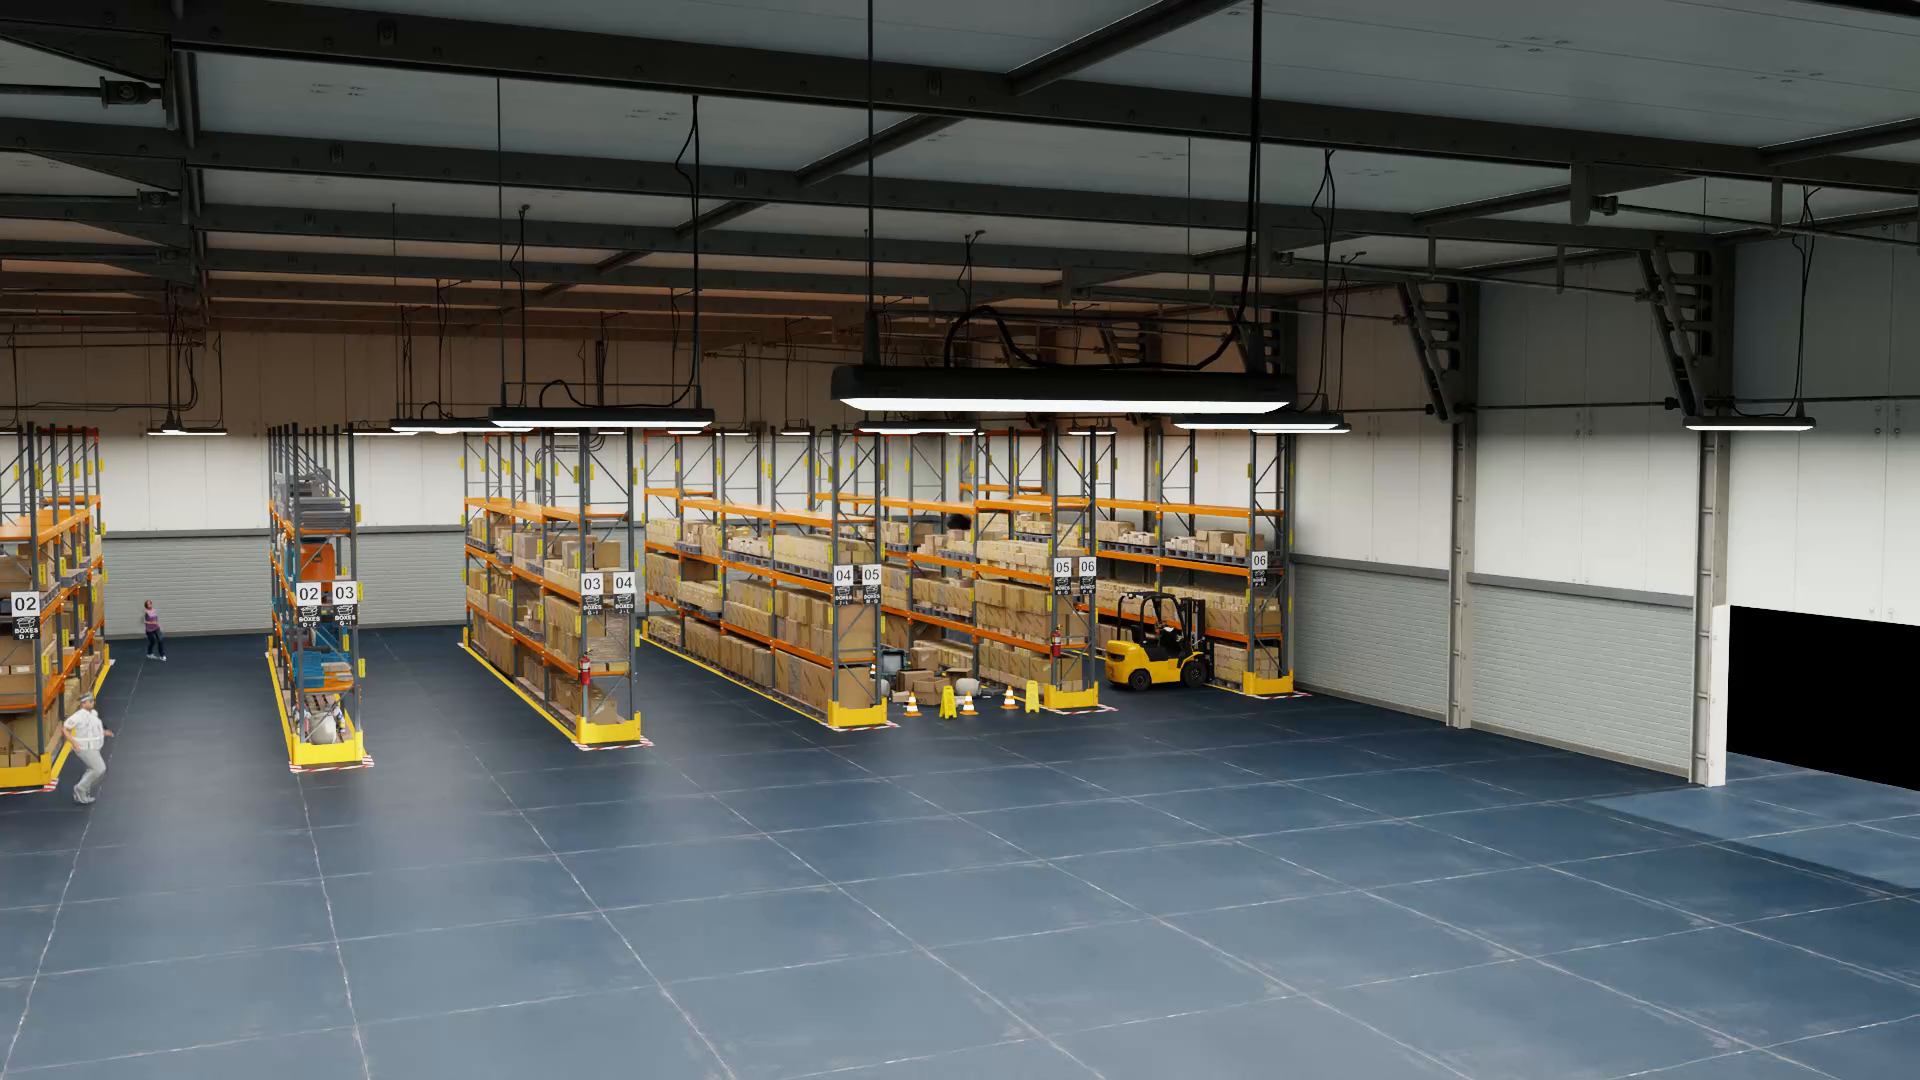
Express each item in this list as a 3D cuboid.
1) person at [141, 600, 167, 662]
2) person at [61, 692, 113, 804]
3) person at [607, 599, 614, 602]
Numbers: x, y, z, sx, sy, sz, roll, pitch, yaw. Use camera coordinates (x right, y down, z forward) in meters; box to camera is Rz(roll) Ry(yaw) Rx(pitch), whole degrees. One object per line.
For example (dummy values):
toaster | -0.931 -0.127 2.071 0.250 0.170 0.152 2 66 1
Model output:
person | -20.742 2.340 42.607 0.717 1.600 0.533 2 4 34
person | -13.589 3.249 26.023 0.653 1.742 0.649 0 3 -1
person | -9.895 2.069 46.482 0.586 1.637 0.577 0 3 -1
